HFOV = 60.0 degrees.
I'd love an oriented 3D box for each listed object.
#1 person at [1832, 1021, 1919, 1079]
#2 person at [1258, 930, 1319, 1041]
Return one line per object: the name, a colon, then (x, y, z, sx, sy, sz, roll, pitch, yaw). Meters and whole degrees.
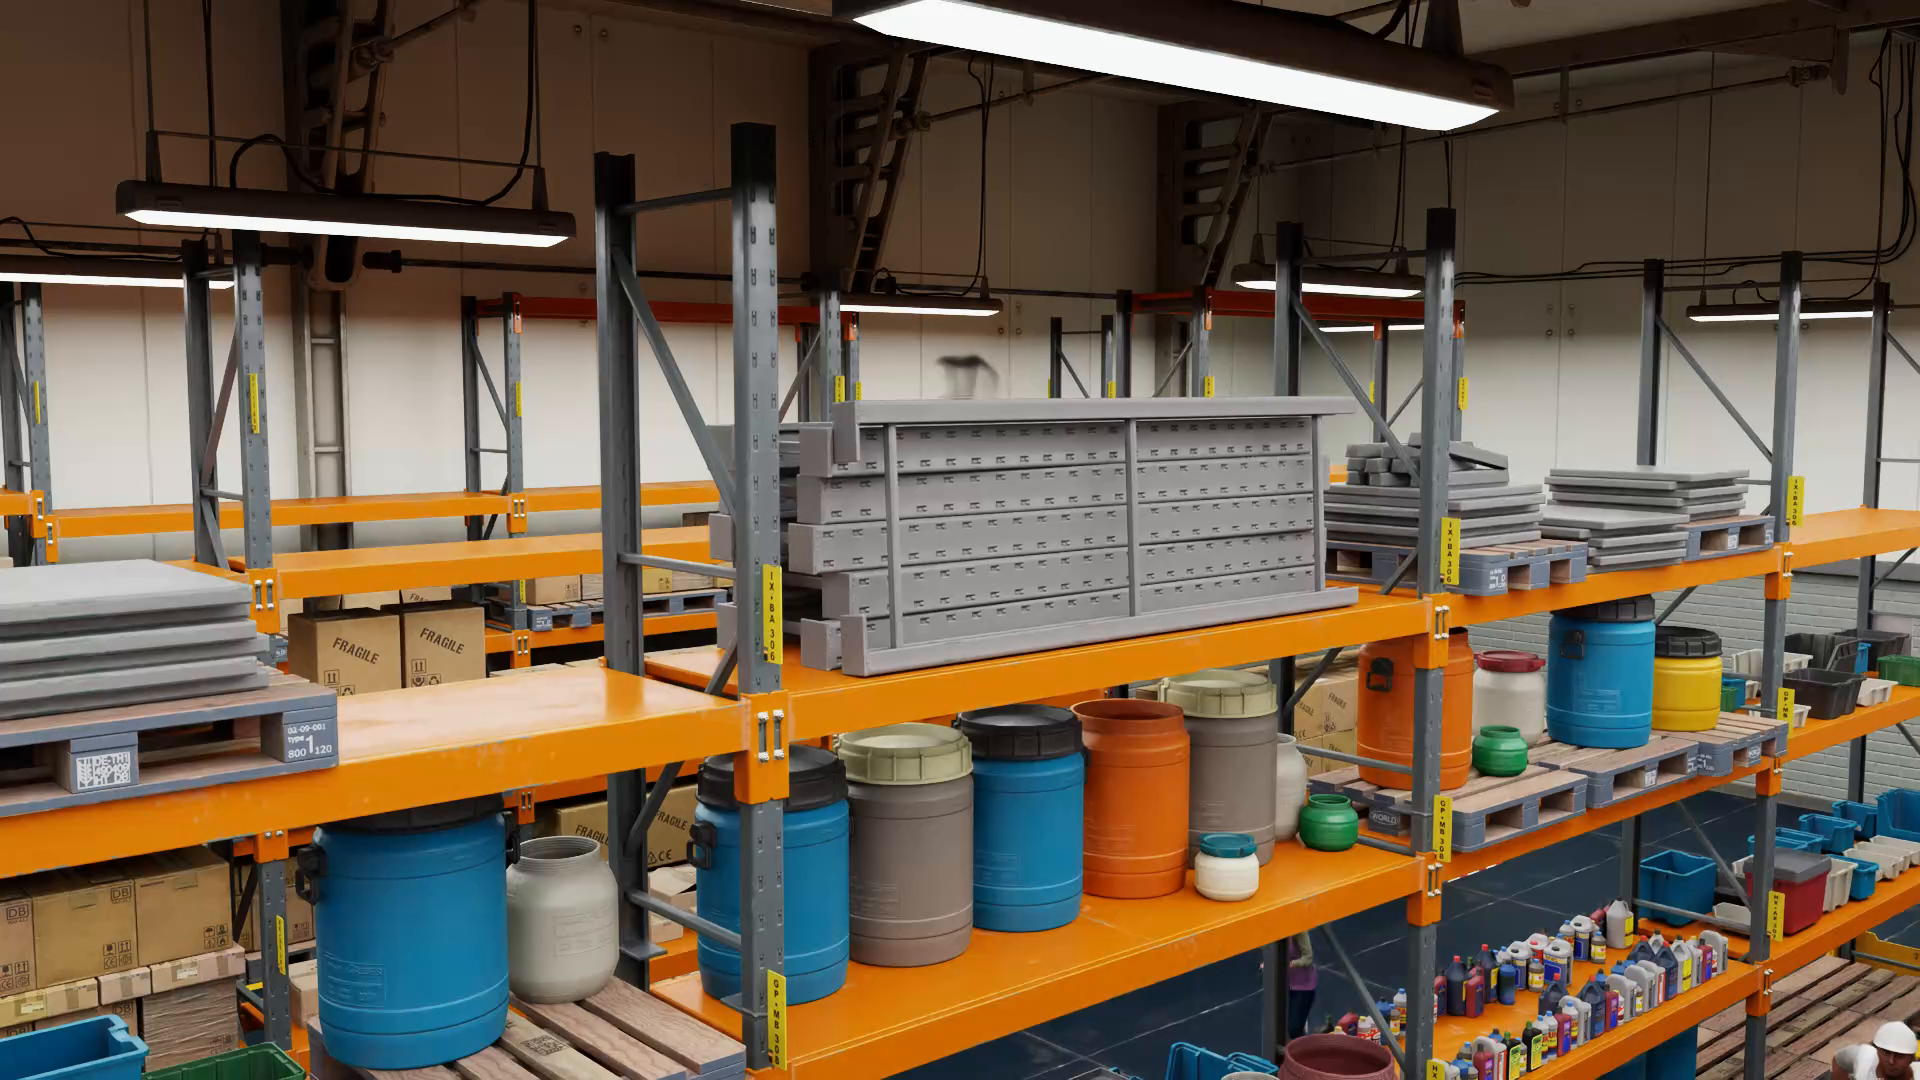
person: (5.217, 3.454, 9.252, 0.701, 1.786, 0.965, 4, 7, 39)
person: (2.370, 3.266, 12.172, 0.525, 1.528, 0.664, 5, 8, 44)
